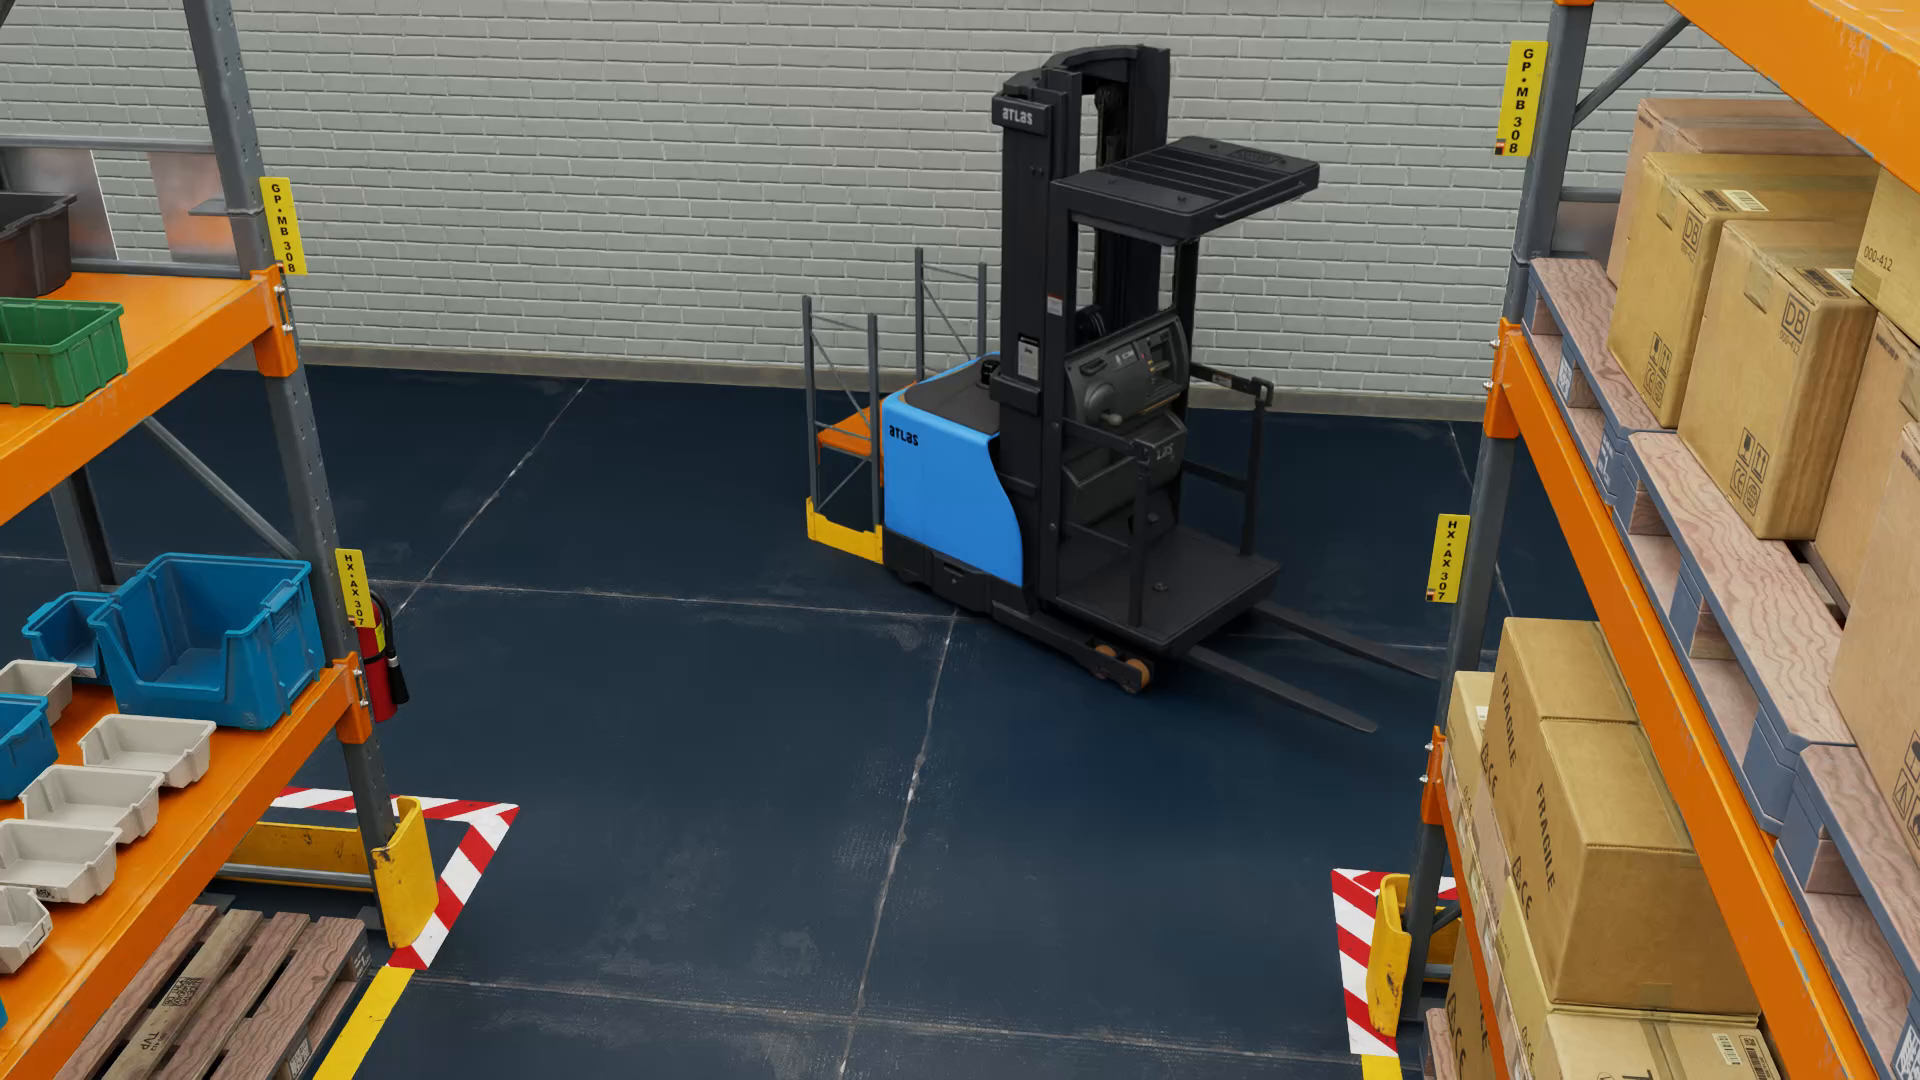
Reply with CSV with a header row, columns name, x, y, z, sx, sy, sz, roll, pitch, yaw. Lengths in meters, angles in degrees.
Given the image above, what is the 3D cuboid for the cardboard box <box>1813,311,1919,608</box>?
name,x,y,z,sx,sy,sz,roll,pitch,yaw
cardboard box,1.977,-0.060,2.882,0.700,0.500,0.500,5,29,8

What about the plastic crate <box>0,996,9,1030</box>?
name,x,y,z,sx,sy,sz,roll,pitch,yaw
plastic crate,-2.757,1.255,4.372,0.416,0.233,0.300,3,28,6

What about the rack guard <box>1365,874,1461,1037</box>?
name,x,y,z,sx,sy,sz,roll,pitch,yaw
rack guard,2.159,1.603,6.248,1.175,0.500,0.348,3,28,6

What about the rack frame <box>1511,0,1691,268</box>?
name,x,y,z,sx,sy,sz,roll,pitch,yaw
rack frame,2.156,-2.127,4.211,1.000,3.000,0.127,3,28,6

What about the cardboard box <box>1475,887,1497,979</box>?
name,x,y,z,sx,sy,sz,roll,pitch,yaw
cardboard box,1.693,1.136,4.743,0.380,0.149,0.250,3,28,5

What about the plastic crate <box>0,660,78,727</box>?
name,x,y,z,sx,sy,sz,roll,pitch,yaw
plastic crate,-3.238,0.559,5.765,0.250,0.136,0.298,3,28,6

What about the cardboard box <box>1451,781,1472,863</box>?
name,x,y,z,sx,sy,sz,roll,pitch,yaw
cardboard box,1.755,0.893,5.195,0.380,0.149,0.250,3,28,5

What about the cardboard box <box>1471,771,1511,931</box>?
name,x,y,z,sx,sy,sz,roll,pitch,yaw
cardboard box,1.772,0.904,4.754,0.500,0.250,0.500,3,28,6

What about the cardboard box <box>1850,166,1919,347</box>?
name,x,y,z,sx,sy,sz,roll,pitch,yaw
cardboard box,1.898,-0.460,2.834,0.500,0.250,0.500,2,28,5

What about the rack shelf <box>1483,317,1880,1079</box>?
name,x,y,z,sx,sy,sz,roll,pitch,yaw
rack shelf,1.911,0.451,3.346,1.077,0.370,4.000,3,28,6

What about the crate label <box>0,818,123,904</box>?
name,x,y,z,sx,sy,sz,roll,pitch,yaw
crate label,-2.740,0.978,4.987,0.396,0.136,0.243,3,28,6

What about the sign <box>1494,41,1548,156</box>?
name,x,y,z,sx,sy,sz,roll,pitch,yaw
sign,1.606,-1.262,4.762,0.100,0.325,0.005,3,28,6

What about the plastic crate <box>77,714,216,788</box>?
name,x,y,z,sx,sy,sz,roll,pitch,yaw
plastic crate,-2.680,0.710,5.485,0.396,0.136,0.243,3,28,6

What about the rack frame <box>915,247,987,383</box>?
name,x,y,z,sx,sy,sz,roll,pitch,yaw
rack frame,-0.056,-0.993,10.012,0.500,1.500,0.032,19,34,31

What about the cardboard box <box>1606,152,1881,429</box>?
name,x,y,z,sx,sy,sz,roll,pitch,yaw
cardboard box,1.957,-0.574,3.837,0.700,0.500,0.500,2,28,4

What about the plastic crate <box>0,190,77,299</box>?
name,x,y,z,sx,sy,sz,roll,pitch,yaw
plastic crate,-3.084,-0.872,5.181,0.497,0.269,0.590,3,28,6

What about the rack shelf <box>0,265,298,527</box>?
name,x,y,z,sx,sy,sz,roll,pitch,yaw
rack shelf,-3.005,0.163,3.880,1.077,0.370,4.000,3,28,6

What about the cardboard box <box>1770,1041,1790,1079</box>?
name,x,y,z,sx,sy,sz,roll,pitch,yaw
cardboard box,2.175,1.416,3.804,0.500,0.250,0.500,3,29,6

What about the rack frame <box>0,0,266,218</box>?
name,x,y,z,sx,sy,sz,roll,pitch,yaw
rack frame,-2.760,-2.415,4.745,1.000,3.000,0.127,3,28,6

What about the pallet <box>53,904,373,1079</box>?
name,x,y,z,sx,sy,sz,roll,pitch,yaw
pallet,-2.899,1.839,6.113,1.003,0.211,1.213,3,28,6

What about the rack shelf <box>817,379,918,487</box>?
name,x,y,z,sx,sy,sz,roll,pitch,yaw
rack shelf,-0.354,-0.639,9.735,0.538,0.185,1.000,19,34,31

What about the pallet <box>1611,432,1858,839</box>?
name,x,y,z,sx,sy,sz,roll,pitch,yaw
pallet,1.928,0.158,3.225,1.003,0.211,1.213,3,28,6

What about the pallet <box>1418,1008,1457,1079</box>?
name,x,y,z,sx,sy,sz,roll,pitch,yaw
pallet,2.136,2.122,5.588,1.003,0.211,1.213,3,28,6

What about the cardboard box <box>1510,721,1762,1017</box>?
name,x,y,z,sx,sy,sz,roll,pitch,yaw
cardboard box,1.710,0.808,4.141,0.500,0.500,0.500,3,28,5

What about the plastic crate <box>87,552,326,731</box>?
name,x,y,z,sx,sy,sz,roll,pitch,yaw
plastic crate,-2.615,0.352,5.833,0.616,0.435,0.499,3,28,6

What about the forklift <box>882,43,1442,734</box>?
name,x,y,z,sx,sy,sz,roll,pitch,yaw
forklift,0.995,-0.808,8.159,3.031,2.935,1.130,23,36,36

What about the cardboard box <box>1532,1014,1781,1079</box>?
name,x,y,z,sx,sy,sz,roll,pitch,yaw
cardboard box,1.648,1.386,3.859,0.500,0.250,0.500,3,28,5

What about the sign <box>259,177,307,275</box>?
name,x,y,z,sx,sy,sz,roll,pitch,yaw
sign,-2.212,-1.024,5.436,0.100,0.325,0.005,3,28,6

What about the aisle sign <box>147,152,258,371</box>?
name,x,y,z,sx,sy,sz,roll,pitch,yaw
aisle sign,-2.460,-0.936,5.583,0.394,0.787,0.004,3,28,6

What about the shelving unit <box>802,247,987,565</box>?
name,x,y,z,sx,sy,sz,roll,pitch,yaw
shelving unit,-0.348,-0.801,9.656,0.587,1.500,1.083,19,34,31

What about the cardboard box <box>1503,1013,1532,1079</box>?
name,x,y,z,sx,sy,sz,roll,pitch,yaw
cardboard box,1.630,1.378,4.295,0.380,0.149,0.250,3,28,6
